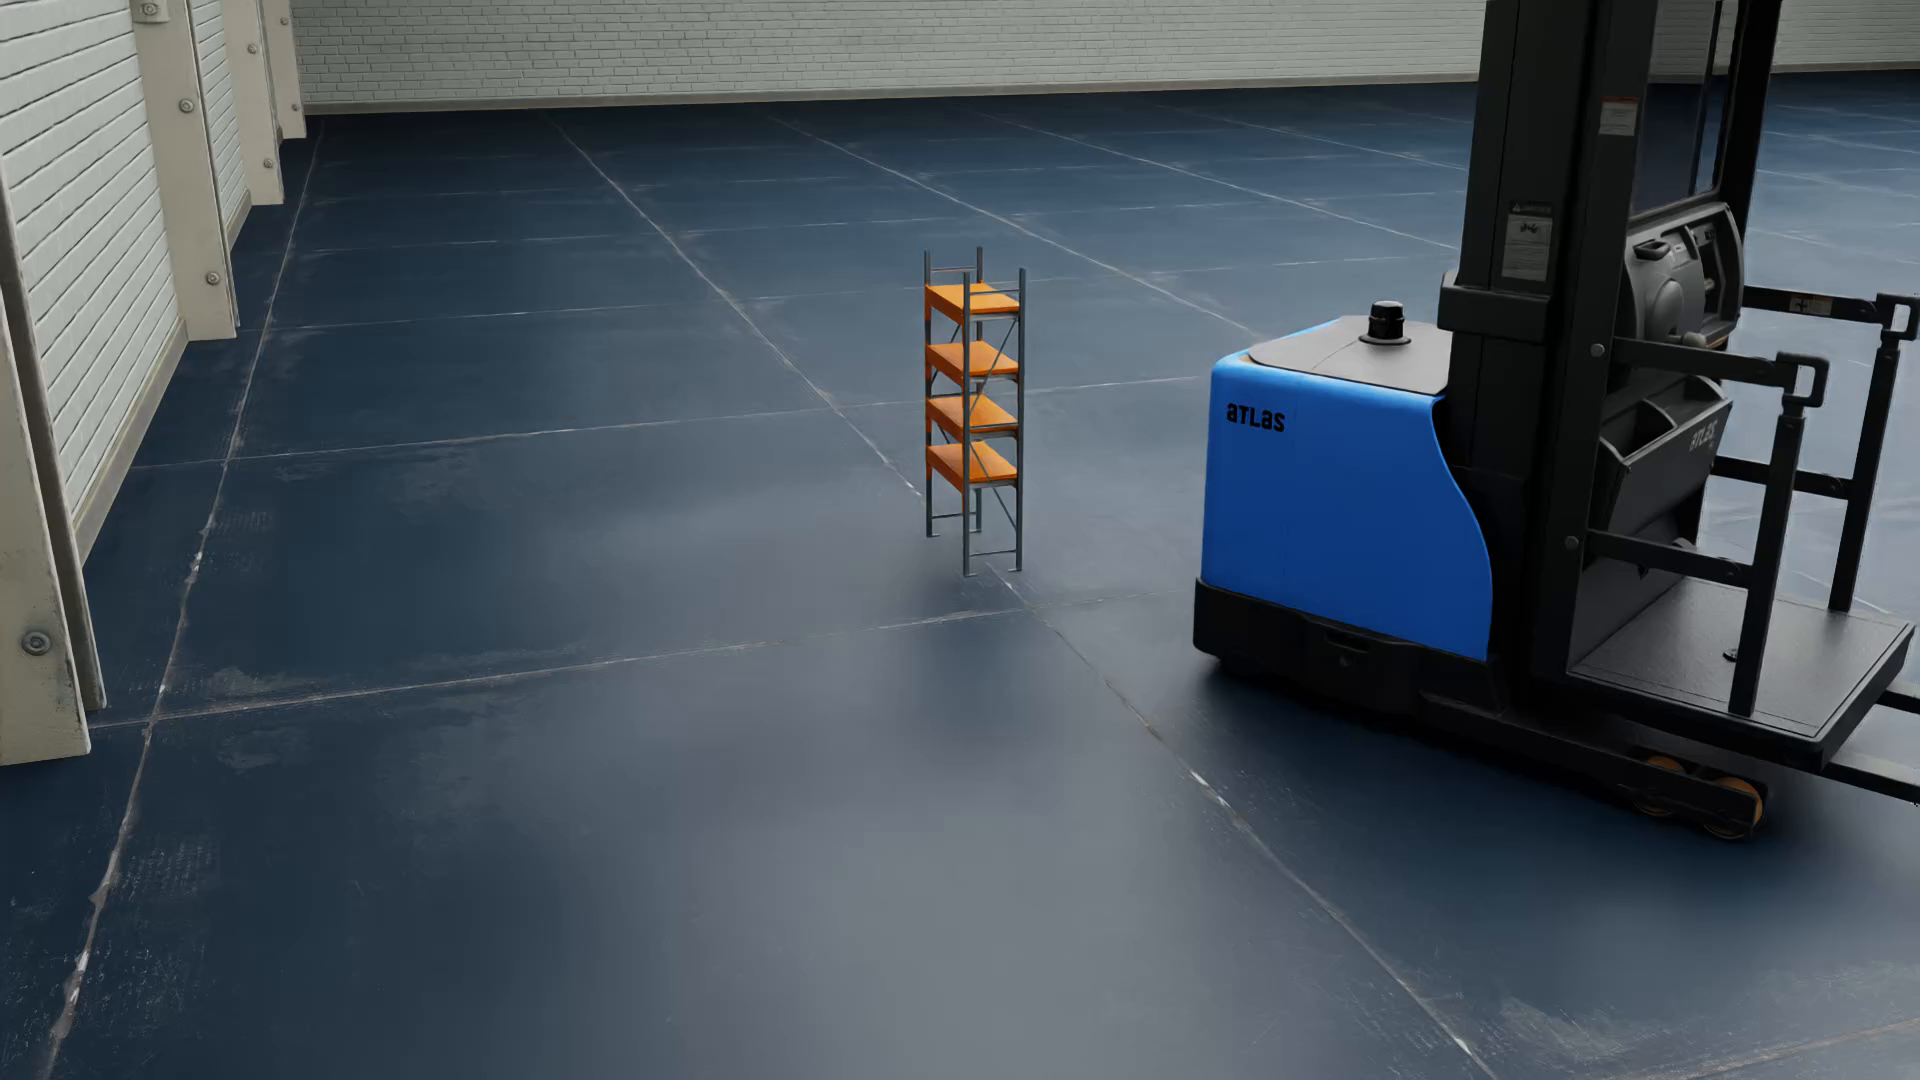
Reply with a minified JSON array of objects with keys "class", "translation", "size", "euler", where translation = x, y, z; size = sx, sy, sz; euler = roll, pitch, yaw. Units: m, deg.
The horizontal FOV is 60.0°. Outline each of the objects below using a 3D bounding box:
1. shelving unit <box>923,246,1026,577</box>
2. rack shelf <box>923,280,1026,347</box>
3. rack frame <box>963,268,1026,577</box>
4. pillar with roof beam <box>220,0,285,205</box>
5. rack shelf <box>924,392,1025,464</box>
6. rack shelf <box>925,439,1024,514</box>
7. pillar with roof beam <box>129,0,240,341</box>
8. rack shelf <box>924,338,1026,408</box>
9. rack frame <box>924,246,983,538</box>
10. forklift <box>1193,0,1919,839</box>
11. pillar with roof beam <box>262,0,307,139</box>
[{"class":"shelving unit","translation":[0.052,-0.512,6.566],"size":[0.258,1.200,0.503],"euler":[-6,21,-17]},{"class":"rack shelf","translation":[0.052,-0.881,6.433],"size":[0.258,0.148,0.480],"euler":[-6,21,-17]},{"class":"rack frame","translation":[0.129,-0.433,6.348],"size":[0.240,1.200,0.015],"euler":[-6,21,-17]},{"class":"pillar with roof beam","translation":[-2.562,-7.935,15.696],"size":[9.100,9.000,0.400],"euler":[-6,21,-17]},{"class":"rack shelf","translation":[0.052,-0.448,6.589],"size":[0.258,0.148,0.480],"euler":[-6,21,-17]},{"class":"rack shelf","translation":[0.052,-0.261,6.656],"size":[0.258,0.148,0.480],"euler":[-6,21,-17]},{"class":"pillar with roof beam","translation":[-0.676,-6.010,10.336],"size":[9.100,9.000,0.400],"euler":[-6,21,-17]},{"class":"rack shelf","translation":[0.052,-0.659,6.513],"size":[0.258,0.148,0.480],"euler":[-6,21,-17]},{"class":"rack frame","translation":[-0.025,-0.590,6.784],"size":[0.240,1.200,0.015],"euler":[-6,21,-17]},{"class":"forklift","translation":[2.247,-0.752,4.675],"size":[3.031,2.935,1.130],"euler":[16,25,38]},{"class":"pillar with roof beam","translation":[-4.448,-9.860,21.057],"size":[9.100,9.000,0.400],"euler":[-6,21,-17]}]
